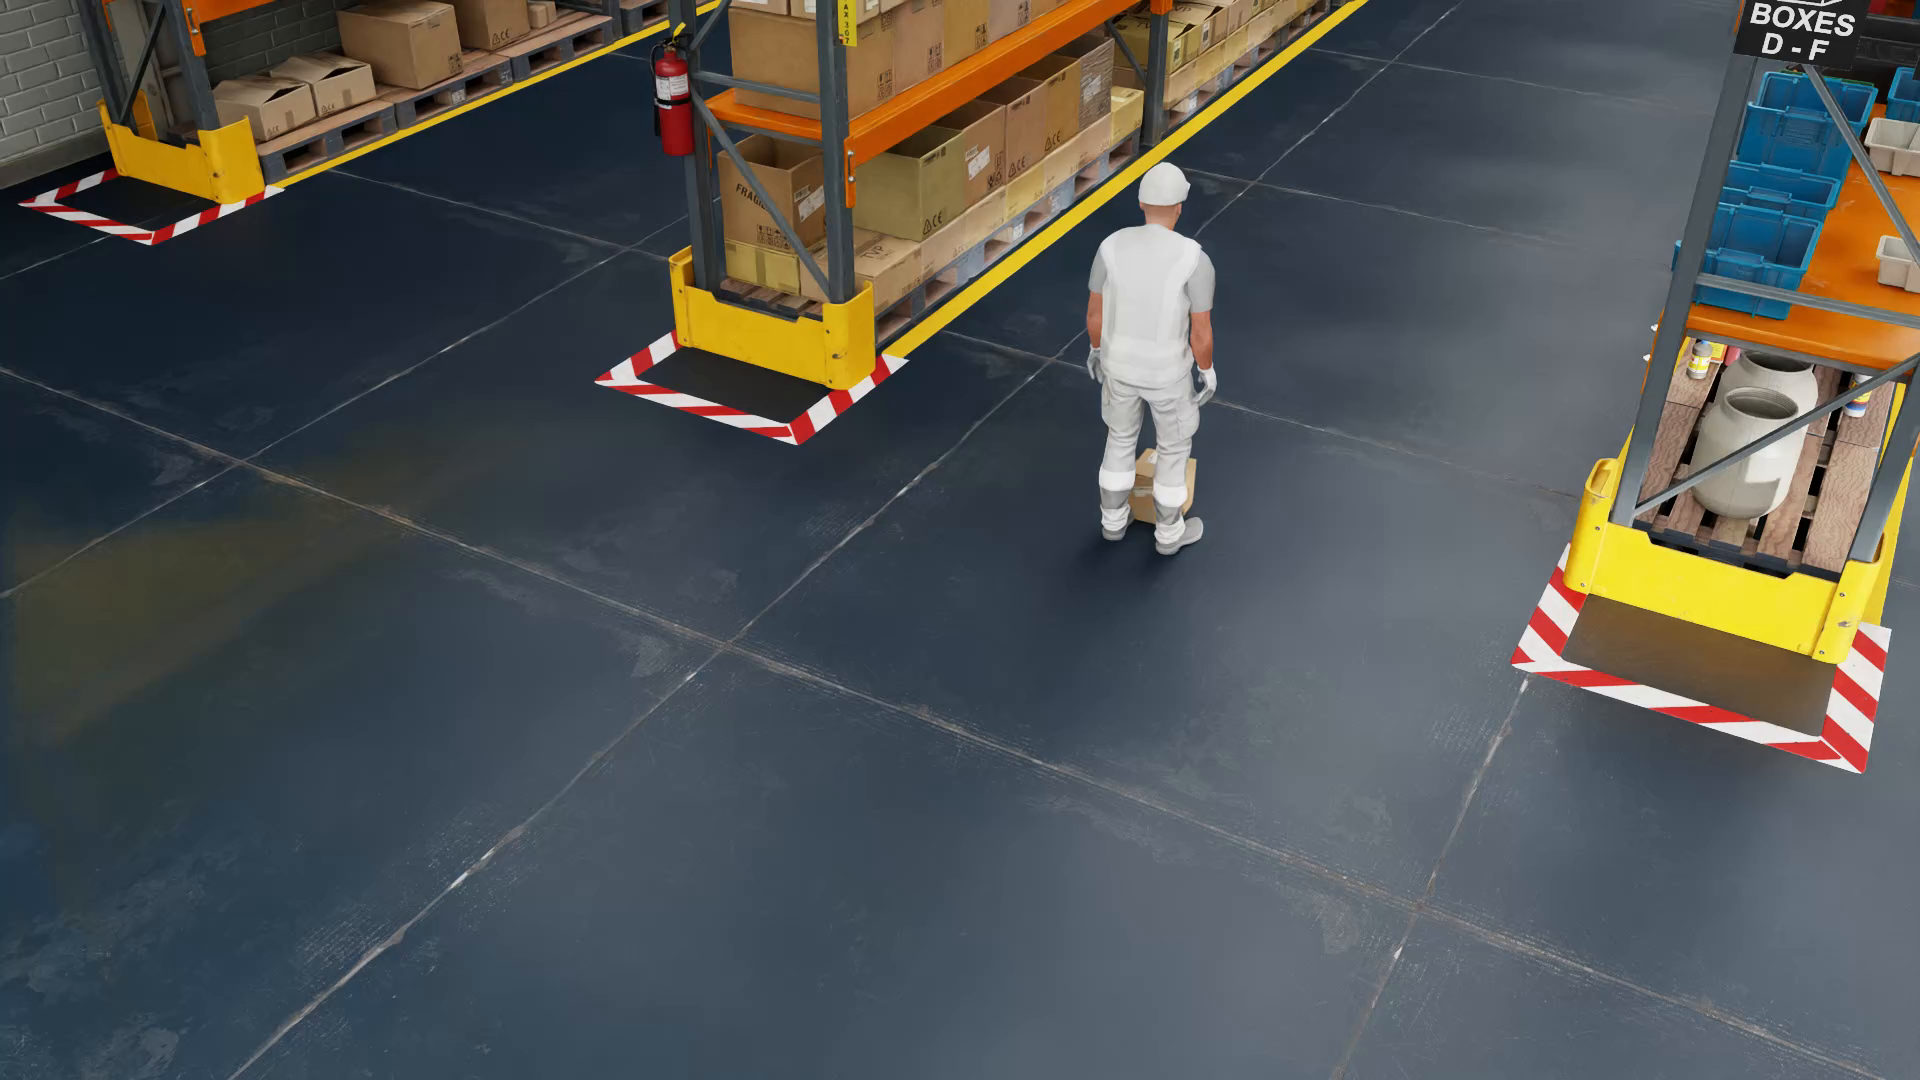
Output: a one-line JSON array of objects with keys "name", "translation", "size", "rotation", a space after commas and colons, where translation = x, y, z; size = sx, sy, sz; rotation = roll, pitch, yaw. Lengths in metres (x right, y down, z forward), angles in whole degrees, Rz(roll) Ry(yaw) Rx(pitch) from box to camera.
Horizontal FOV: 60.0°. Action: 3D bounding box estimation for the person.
[{"name": "person", "translation": [0.836, -0.769, 7.277], "size": [0.597, 1.778, 0.450], "rotation": [16, 37, 23]}]
